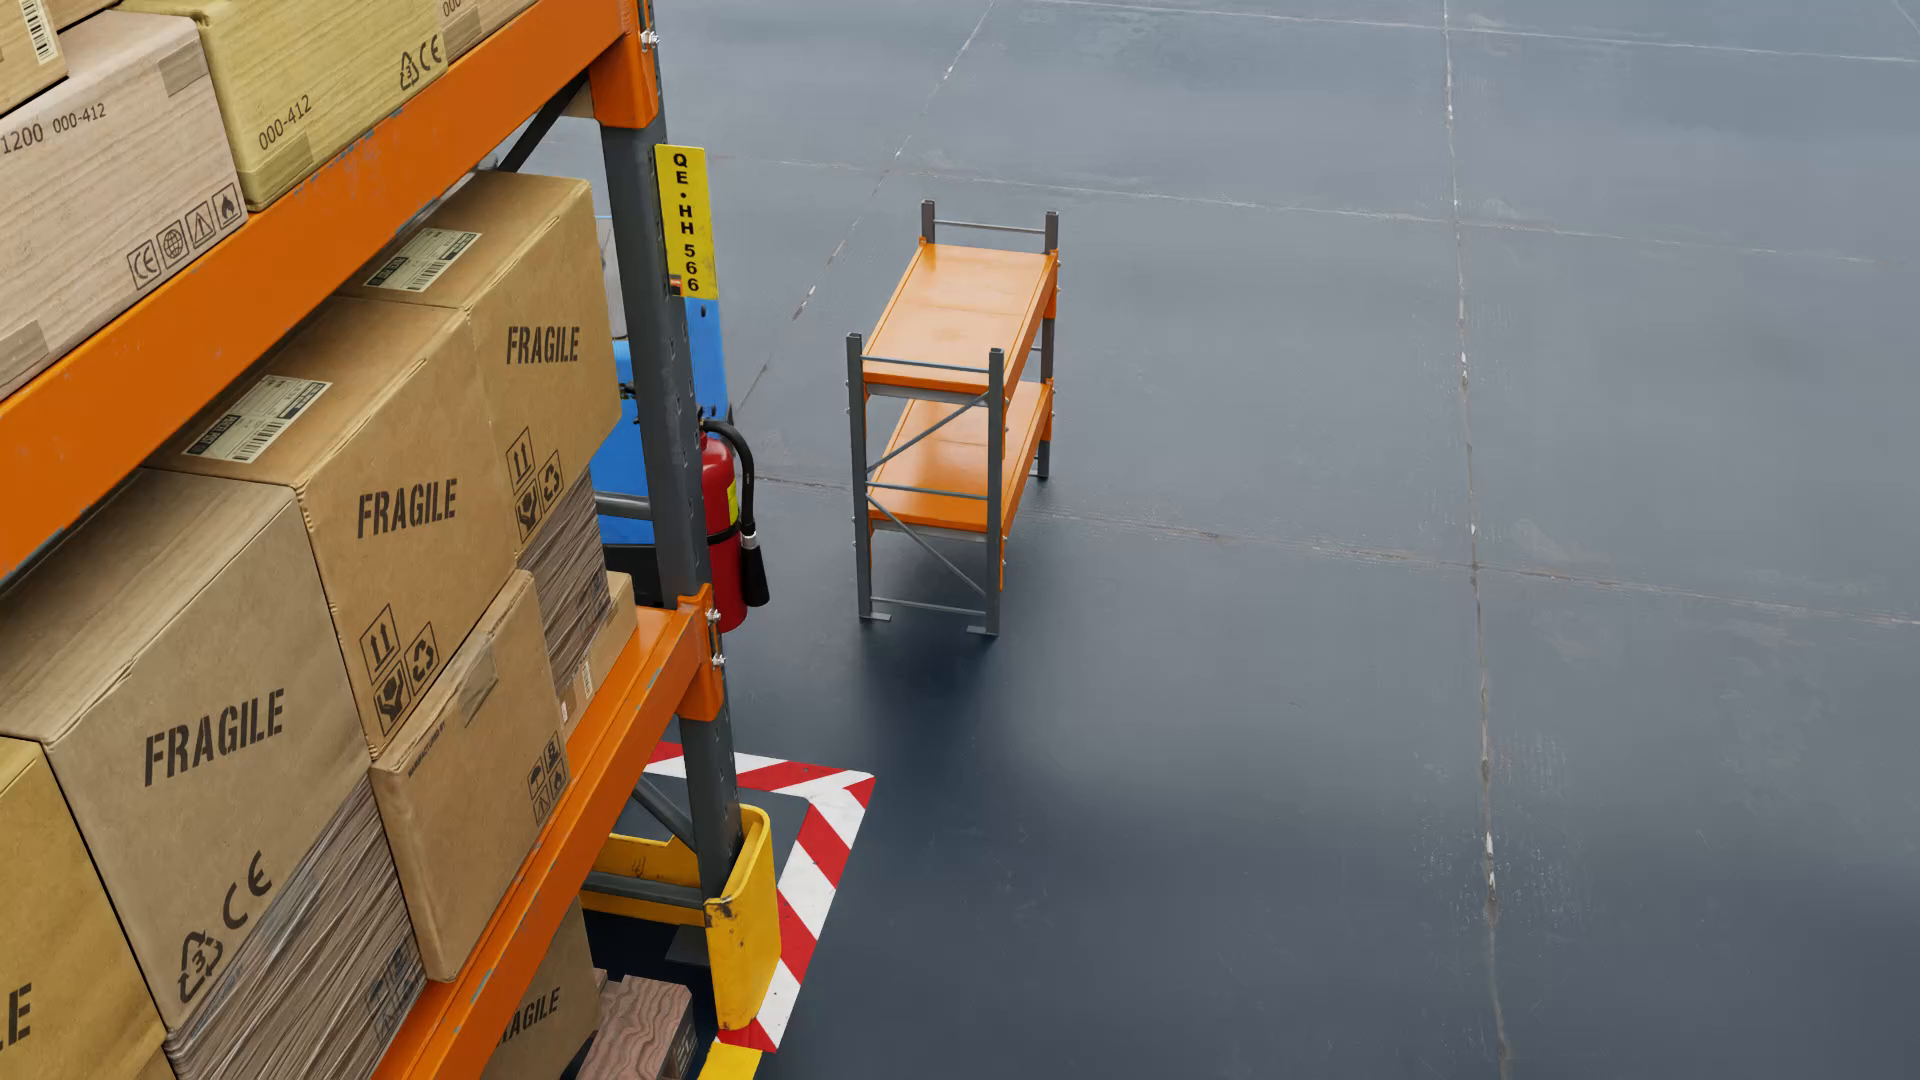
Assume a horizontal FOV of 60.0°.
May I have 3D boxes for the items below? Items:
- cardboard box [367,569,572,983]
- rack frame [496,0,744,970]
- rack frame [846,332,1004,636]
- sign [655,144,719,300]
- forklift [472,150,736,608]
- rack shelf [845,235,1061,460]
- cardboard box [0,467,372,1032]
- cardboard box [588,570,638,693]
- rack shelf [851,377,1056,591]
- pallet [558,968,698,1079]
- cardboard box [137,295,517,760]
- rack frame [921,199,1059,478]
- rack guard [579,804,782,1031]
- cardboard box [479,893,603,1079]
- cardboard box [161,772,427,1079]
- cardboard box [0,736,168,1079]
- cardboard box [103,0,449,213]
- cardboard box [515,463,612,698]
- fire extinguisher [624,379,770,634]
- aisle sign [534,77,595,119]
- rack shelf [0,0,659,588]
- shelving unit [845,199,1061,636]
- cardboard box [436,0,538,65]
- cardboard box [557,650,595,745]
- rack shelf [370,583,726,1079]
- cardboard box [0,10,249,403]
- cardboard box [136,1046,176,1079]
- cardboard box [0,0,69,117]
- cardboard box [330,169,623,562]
[{"bbox_3d":[-1.213,0.340,2.885,0.875,0.500,0.500,7,37,10],"label":"cardboard box"},{"bbox_3d":[-1.079,-0.112,3.849,1.000,3.000,0.127,7,37,10],"label":"rack frame"},{"bbox_3d":[-0.110,-0.160,5.512,0.500,1.125,0.032,7,37,10],"label":"rack frame"},{"bbox_3d":[-0.541,-0.628,3.304,0.100,0.325,0.005,7,37,10],"label":"sign"},{"bbox_3d":[-2.405,-1.223,5.440,3.031,2.935,1.130,0,36,0],"label":"forklift"},{"bbox_3d":[-0.001,-0.689,5.743,0.538,0.278,1.000,7,37,10],"label":"rack shelf"},{"bbox_3d":[-1.166,0.242,2.169,0.500,0.500,0.500,7,37,10],"label":"cardboard box"},{"bbox_3d":[-0.939,0.179,3.661,0.380,0.149,0.250,7,37,10],"label":"cardboard box"},{"bbox_3d":[-0.001,-0.254,6.058,0.538,0.278,1.000,7,37,10],"label":"rack shelf"},{"bbox_3d":[-1.304,1.522,3.970,1.003,0.211,1.213,7,37,10],"label":"pallet"},{"bbox_3d":[-1.057,-0.044,2.564,0.500,0.500,0.500,7,37,10],"label":"cardboard box"},{"bbox_3d":[0.107,-0.743,6.317,0.500,1.125,0.032,7,37,10],"label":"rack frame"},{"bbox_3d":[-1.096,0.944,4.522,1.175,0.500,0.348,7,37,10],"label":"rack guard"},{"bbox_3d":[-1.229,1.086,3.968,0.500,0.500,0.500,14,38,19],"label":"cardboard box"},{"bbox_3d":[-1.362,0.622,2.497,0.875,0.500,0.500,7,37,10],"label":"cardboard box"},{"bbox_3d":[-1.281,0.528,1.775,0.500,0.500,0.500,7,37,10],"label":"cardboard box"},{"bbox_3d":[-1.038,-0.671,2.192,0.500,0.250,0.500,8,37,10],"label":"cardboard box"},{"bbox_3d":[-1.224,0.039,3.302,0.875,0.500,0.500,7,37,10],"label":"cardboard box"},{"bbox_3d":[-0.605,-0.089,3.882,0.296,0.674,0.183,7,37,10],"label":"fire extinguisher"},{"bbox_3d":[-0.773,-1.163,3.083,0.394,0.787,0.004,7,37,10],"label":"aisle sign"},{"bbox_3d":[-1.507,0.111,1.598,1.077,0.370,4.000,7,37,10],"label":"rack shelf"},{"bbox_3d":[-0.001,-0.452,5.915,0.538,1.125,1.048,7,37,10],"label":"shelving unit"},{"bbox_3d":[-0.934,-0.958,2.587,0.500,0.250,0.500,8,37,11],"label":"cardboard box"},{"bbox_3d":[-0.993,0.322,3.464,0.380,0.149,0.250,7,37,10],"label":"cardboard box"},{"bbox_3d":[-1.507,1.326,2.478,1.077,0.370,4.000,7,37,10],"label":"rack shelf"},{"bbox_3d":[-1.156,-0.378,1.788,0.500,0.250,0.500,8,37,11],"label":"cardboard box"},{"bbox_3d":[-1.481,0.907,2.104,0.875,0.500,0.500,7,37,10],"label":"cardboard box"},{"bbox_3d":[-1.119,-0.484,1.594,0.380,0.149,0.250,6,36,8],"label":"cardboard box"},{"bbox_3d":[-0.955,-0.332,2.961,0.500,0.500,0.500,7,37,10],"label":"cardboard box"}]
